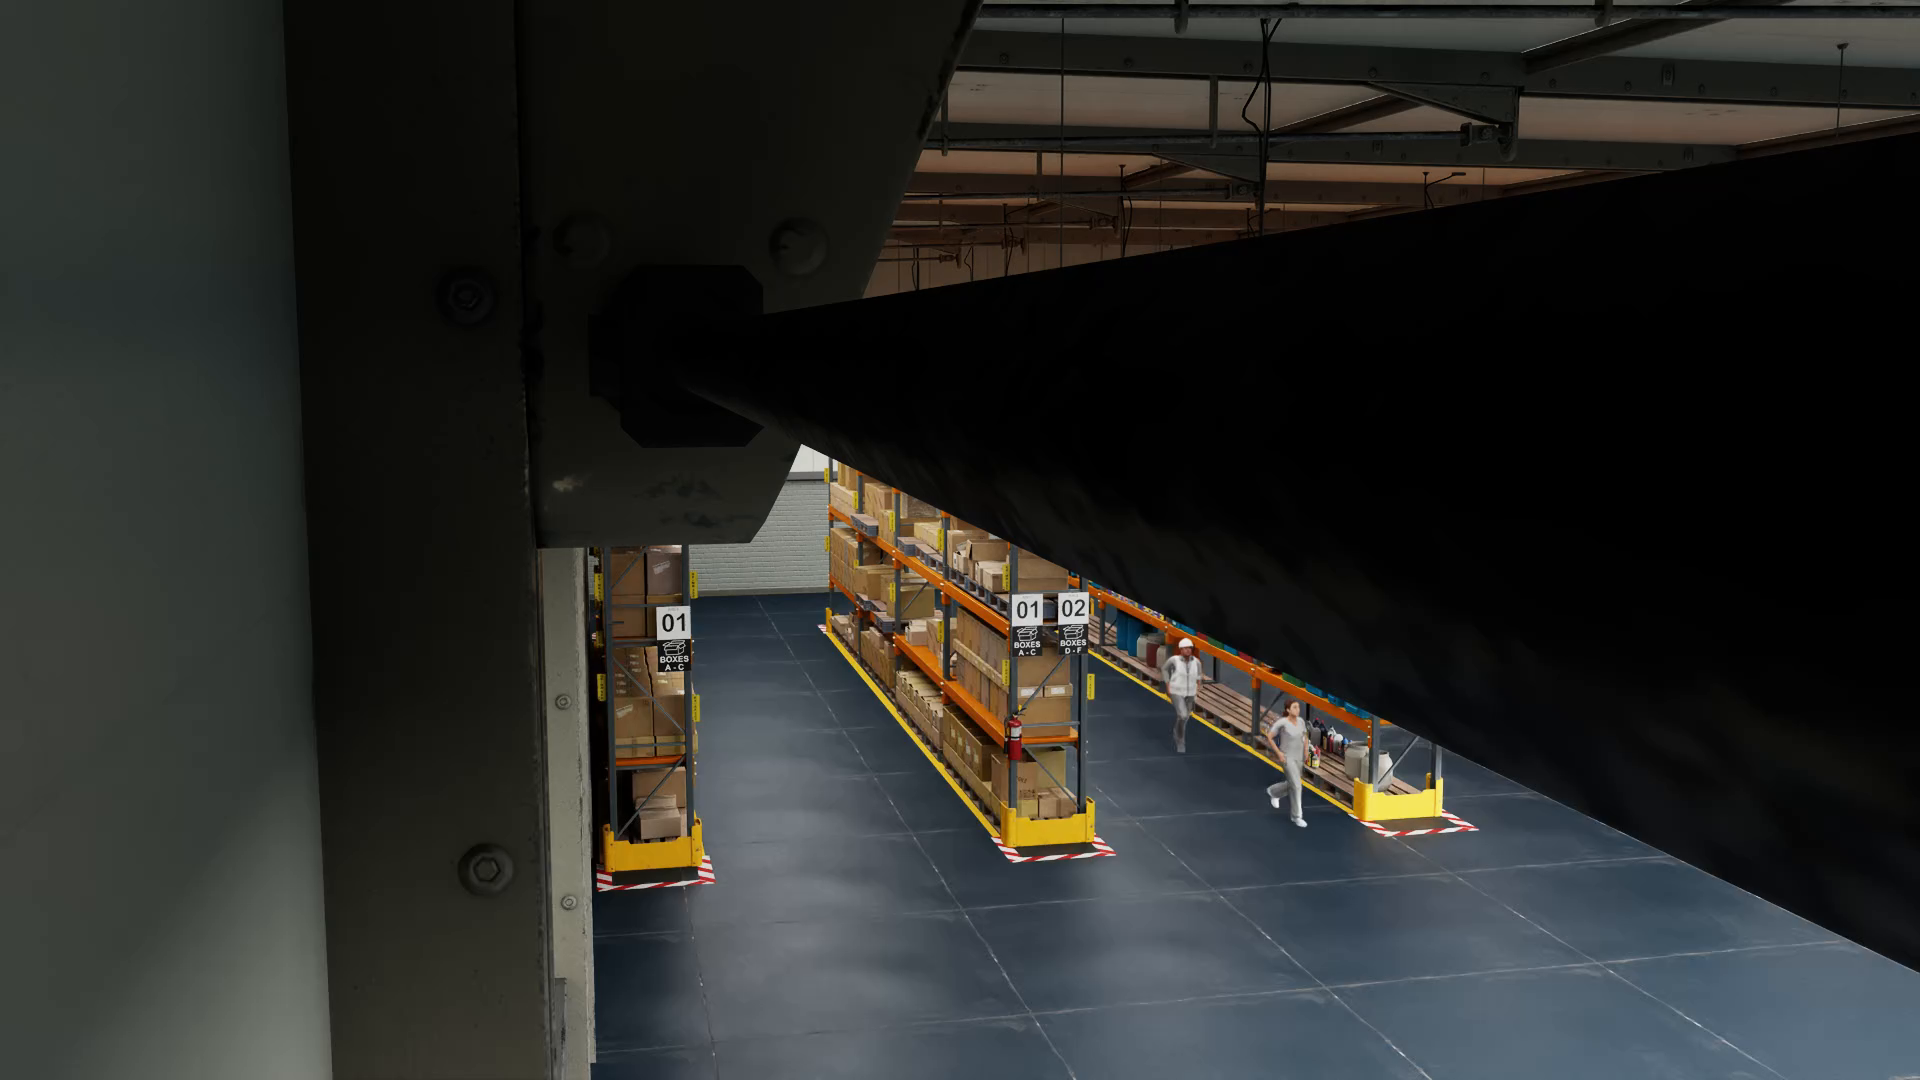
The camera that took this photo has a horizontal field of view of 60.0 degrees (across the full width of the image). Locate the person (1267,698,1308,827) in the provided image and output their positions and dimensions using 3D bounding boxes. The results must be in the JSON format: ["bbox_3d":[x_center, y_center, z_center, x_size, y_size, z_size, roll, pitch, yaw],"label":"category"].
[{"bbox_3d":[4.349,2.920,22.090,0.586,1.657,0.822,-4,8,-31],"label":"person"}]

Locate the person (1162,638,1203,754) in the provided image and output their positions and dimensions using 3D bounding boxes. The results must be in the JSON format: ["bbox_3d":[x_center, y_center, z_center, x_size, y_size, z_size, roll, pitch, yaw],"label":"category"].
[{"bbox_3d":[3.477,2.407,25.869,0.578,1.810,0.864,-2,7,-19],"label":"person"}]
